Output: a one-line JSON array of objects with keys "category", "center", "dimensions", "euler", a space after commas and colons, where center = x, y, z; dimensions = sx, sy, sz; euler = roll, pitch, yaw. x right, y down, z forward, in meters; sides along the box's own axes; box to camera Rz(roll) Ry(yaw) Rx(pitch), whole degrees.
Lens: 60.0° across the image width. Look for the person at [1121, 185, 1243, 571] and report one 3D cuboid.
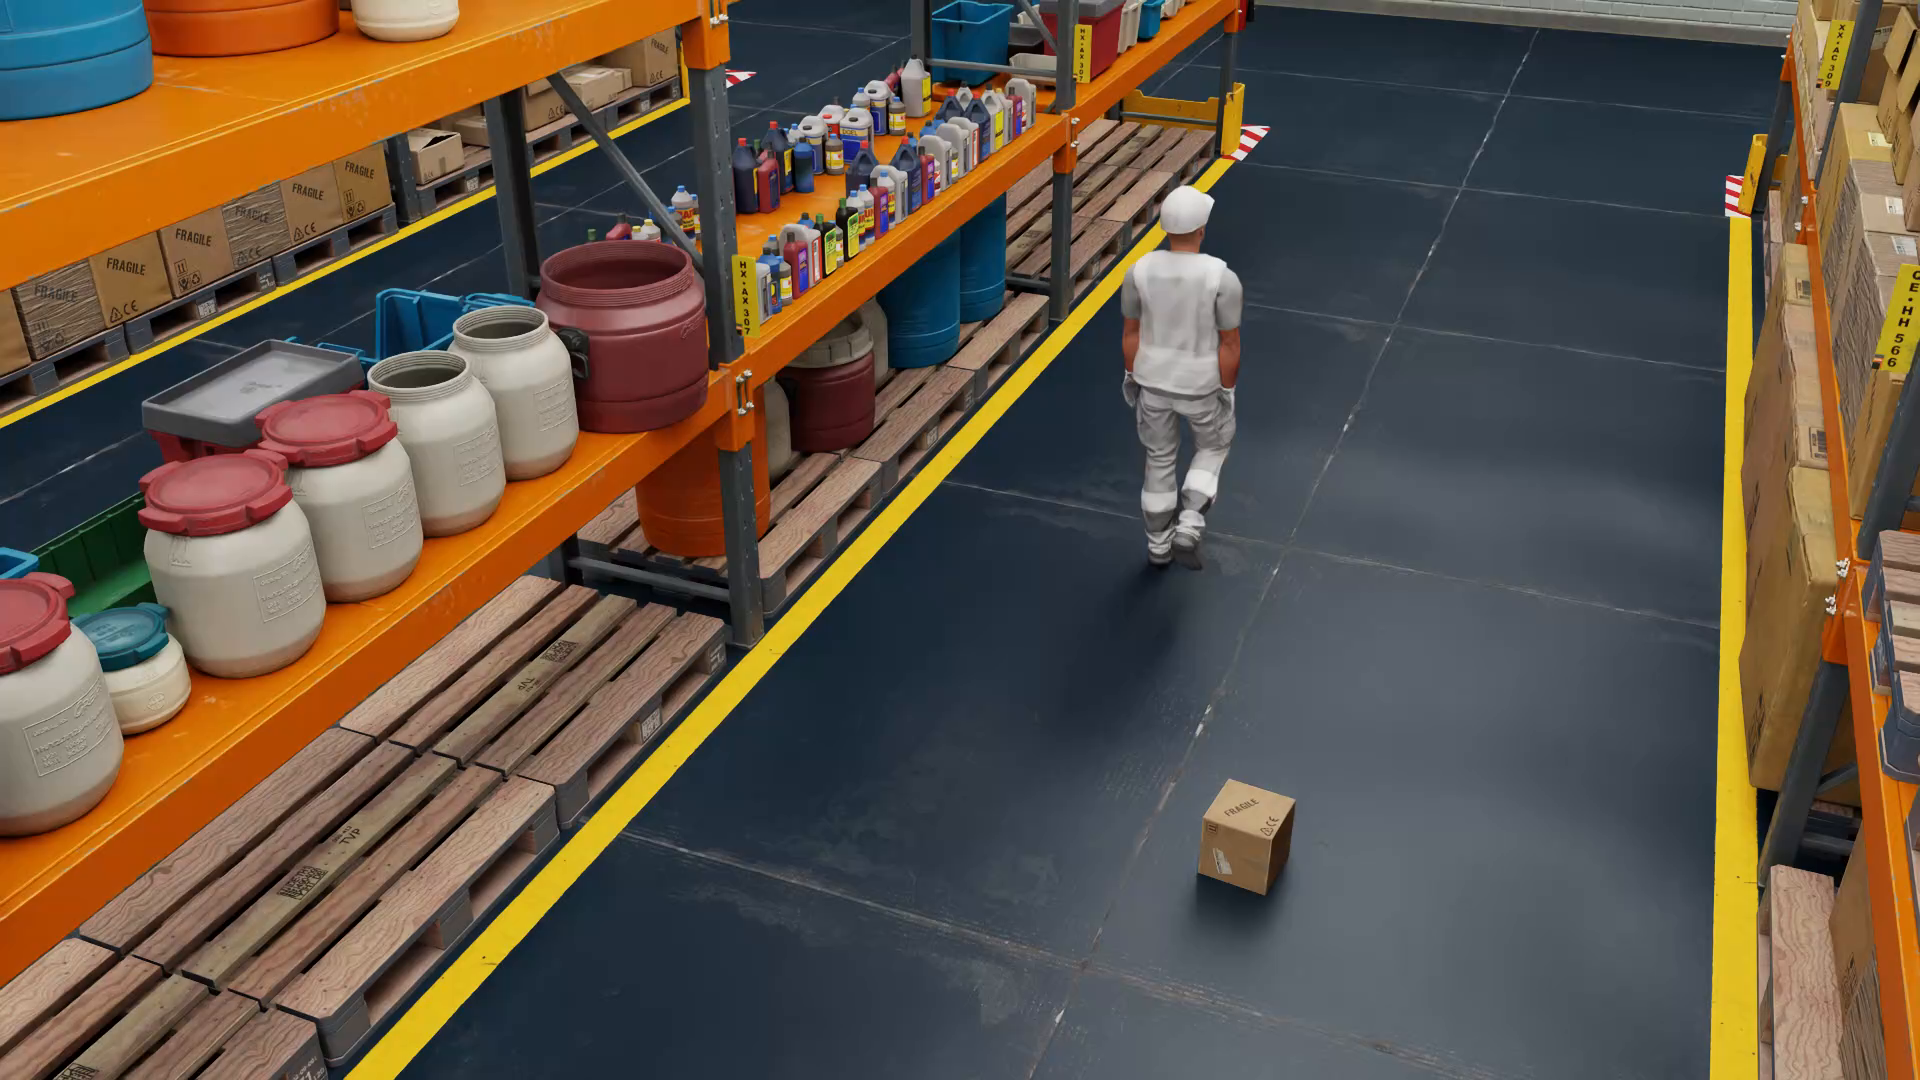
[{"category": "person", "center": [0.954, -0.676, 7.254], "dimensions": [0.533, 1.781, 0.506], "euler": [10, 31, 17]}]
